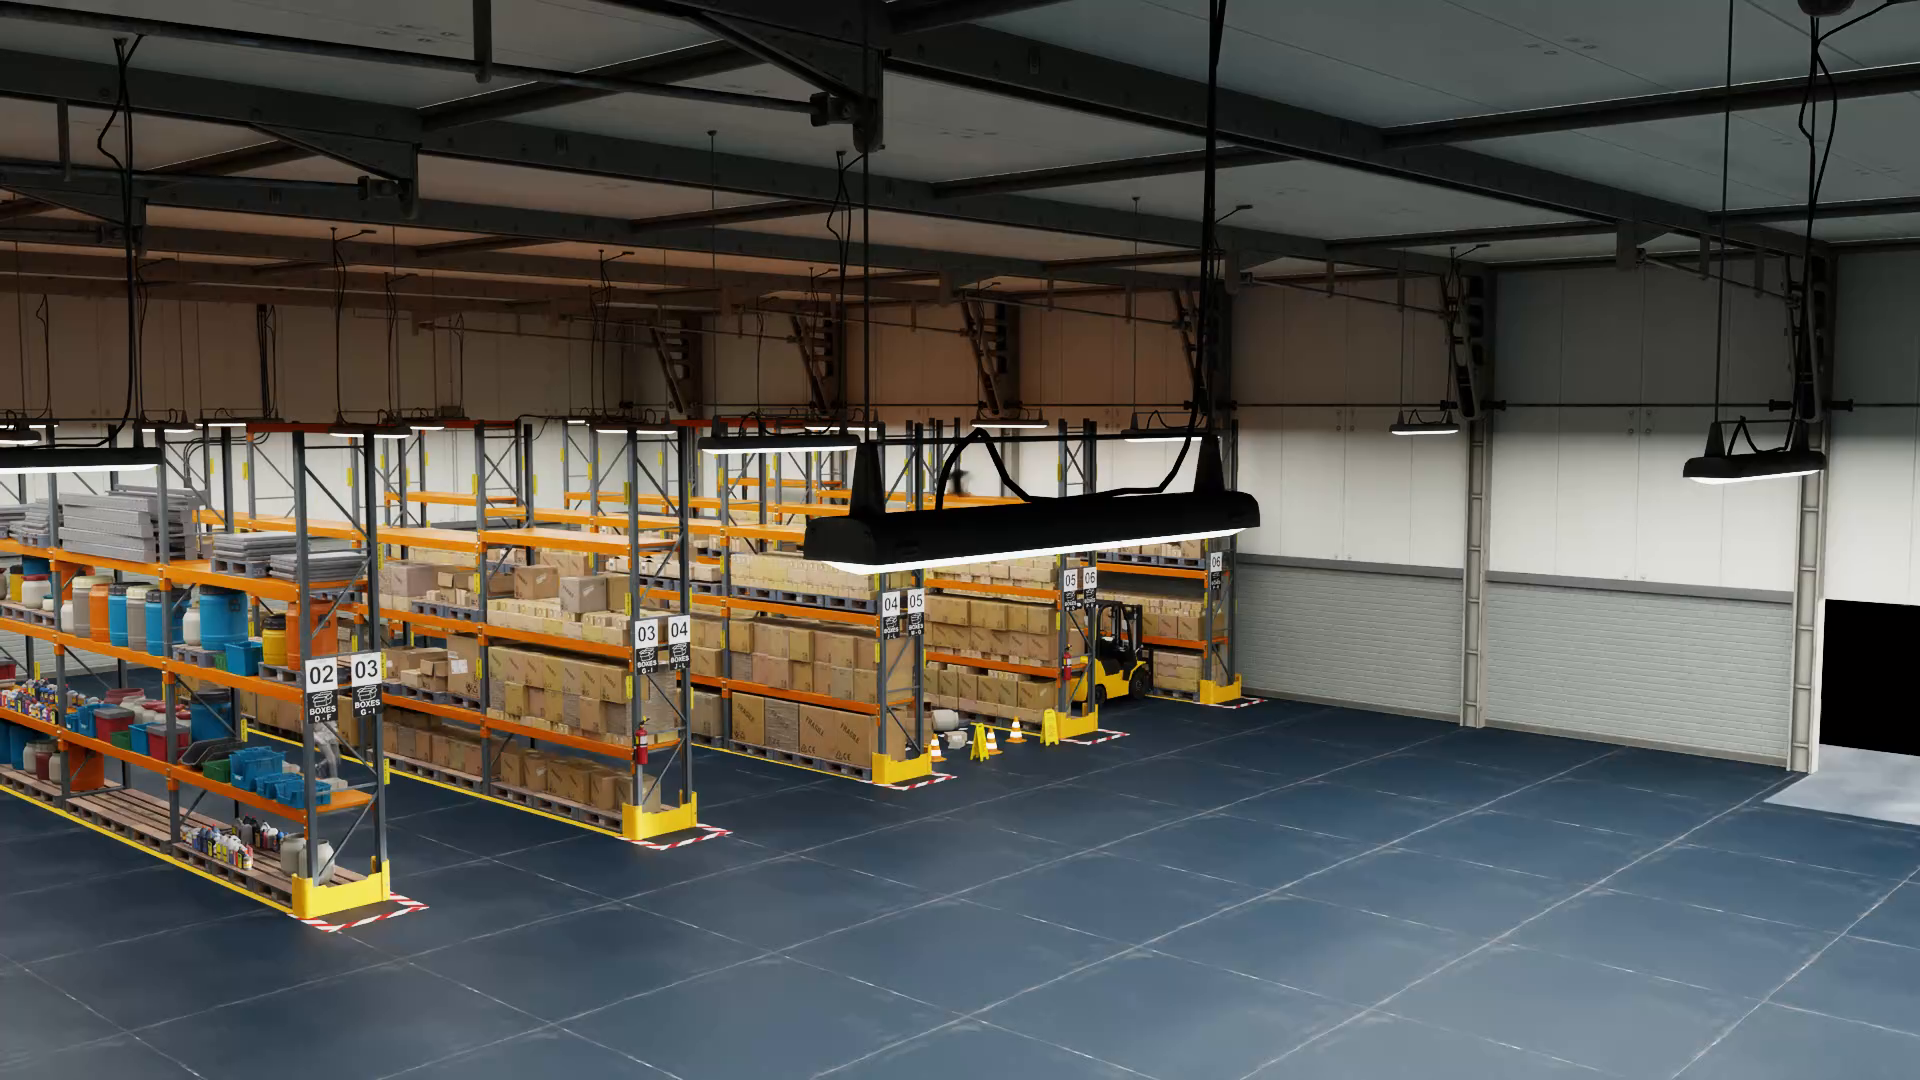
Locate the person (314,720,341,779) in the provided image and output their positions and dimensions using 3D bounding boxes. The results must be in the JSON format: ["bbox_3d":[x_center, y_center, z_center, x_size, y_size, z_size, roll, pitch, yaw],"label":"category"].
[{"bbox_3d":[-10.457,3.285,27.289,0.691,1.636,0.609,3,5,31],"label":"person"}]

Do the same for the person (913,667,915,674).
[{"bbox_3d":[-1.331,2.399,37.553,0.645,1.761,0.684,-5,6,-44],"label":"person"}]
